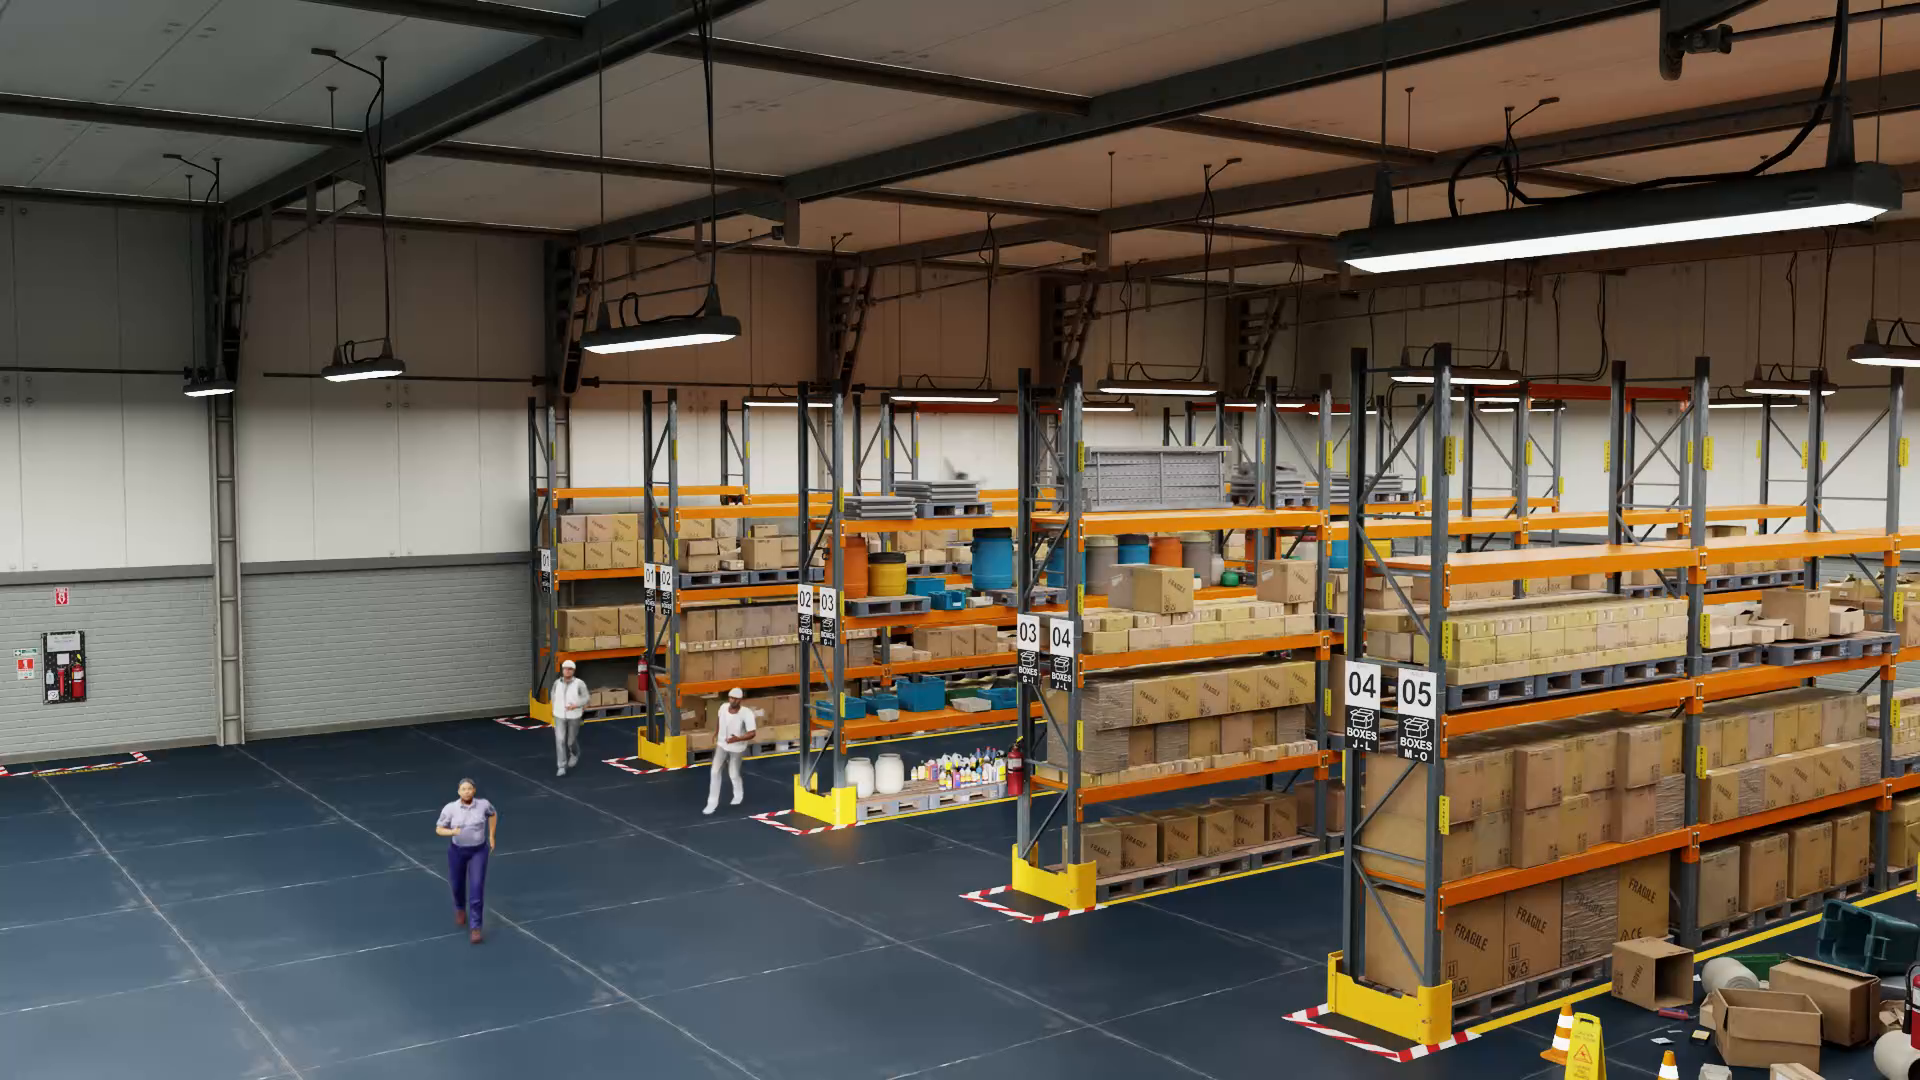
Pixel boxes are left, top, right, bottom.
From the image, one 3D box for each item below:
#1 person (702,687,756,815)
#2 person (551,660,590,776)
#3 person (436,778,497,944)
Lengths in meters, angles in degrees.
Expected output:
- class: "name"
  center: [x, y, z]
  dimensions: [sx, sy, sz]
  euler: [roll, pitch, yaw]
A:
- class: "person"
  center: [-3.154, 2.934, 23.242]
  dimensions: [0.733, 1.800, 0.785]
  euler: [1, 4, 18]
- class: "person"
  center: [-6.073, 2.731, 25.843]
  dimensions: [0.652, 1.736, 0.969]
  euler: [0, 3, -2]
- class: "person"
  center: [-5.138, 3.280, 17.333]
  dimensions: [0.611, 1.631, 0.946]
  euler: [-1, 3, -15]
